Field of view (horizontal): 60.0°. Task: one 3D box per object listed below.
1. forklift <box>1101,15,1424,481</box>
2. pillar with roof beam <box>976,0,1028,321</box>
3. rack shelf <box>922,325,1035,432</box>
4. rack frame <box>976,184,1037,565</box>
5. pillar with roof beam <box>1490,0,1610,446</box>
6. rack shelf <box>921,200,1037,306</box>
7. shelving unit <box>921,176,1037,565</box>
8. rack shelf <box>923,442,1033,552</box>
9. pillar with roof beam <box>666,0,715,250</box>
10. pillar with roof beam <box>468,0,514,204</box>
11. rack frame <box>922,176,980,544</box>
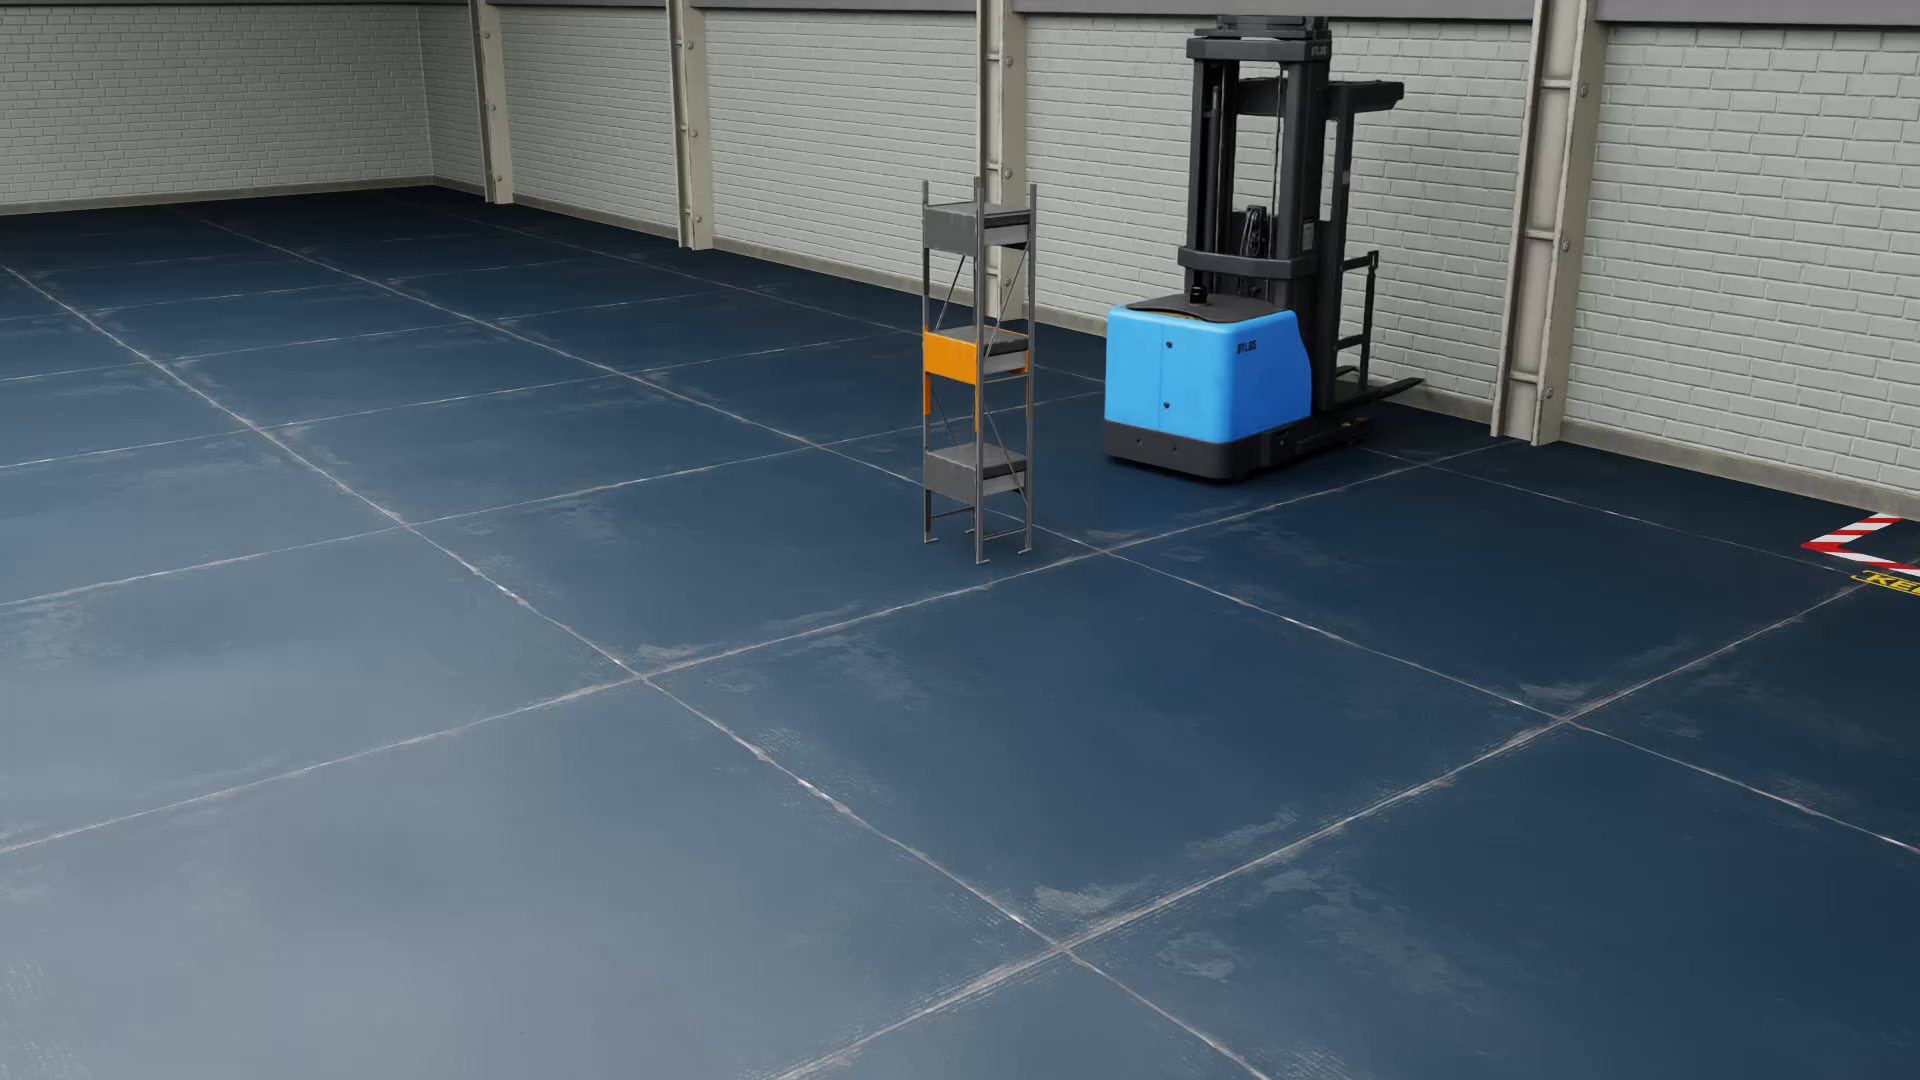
[{"bbox_3d":[2.351,-2.166,11.740,1.130,2.935,3.031,16,24,41],"label":"forklift"},{"bbox_3d":[-2.978,-5.659,12.637,9.100,9.000,0.400,-14,23,-36],"label":"pillar with roof beam"},{"bbox_3d":[0.103,-0.943,9.414,0.431,0.518,0.480,-14,23,-36],"label":"rack shelf"},{"bbox_3d":[0.254,-0.896,9.228,0.400,2.100,0.015,-14,23,-36],"label":"rack frame"},{"bbox_3d":[0.747,-4.181,8.172,9.100,9.000,0.400,-14,23,-36],"label":"pillar with roof beam"},{"bbox_3d":[0.103,-1.608,9.193,0.431,0.518,0.480,-14,23,-36],"label":"rack shelf"},{"bbox_3d":[0.103,-0.956,9.409,0.431,2.100,0.503,-14,23,-36],"label":"shelving unit"},{"bbox_3d":[0.103,-0.279,9.634,0.431,0.518,0.480,-14,23,-36],"label":"rack shelf"},{"bbox_3d":[-6.703,-7.138,17.102,9.100,9.000,0.400,-14,23,-36],"label":"pillar with roof beam"},{"bbox_3d":[-10.429,-8.616,21.567,9.100,9.000,0.400,-14,23,-36],"label":"pillar with roof beam"},{"bbox_3d":[-0.049,-1.016,9.591,0.400,2.100,0.015,-14,23,-36],"label":"rack frame"}]
